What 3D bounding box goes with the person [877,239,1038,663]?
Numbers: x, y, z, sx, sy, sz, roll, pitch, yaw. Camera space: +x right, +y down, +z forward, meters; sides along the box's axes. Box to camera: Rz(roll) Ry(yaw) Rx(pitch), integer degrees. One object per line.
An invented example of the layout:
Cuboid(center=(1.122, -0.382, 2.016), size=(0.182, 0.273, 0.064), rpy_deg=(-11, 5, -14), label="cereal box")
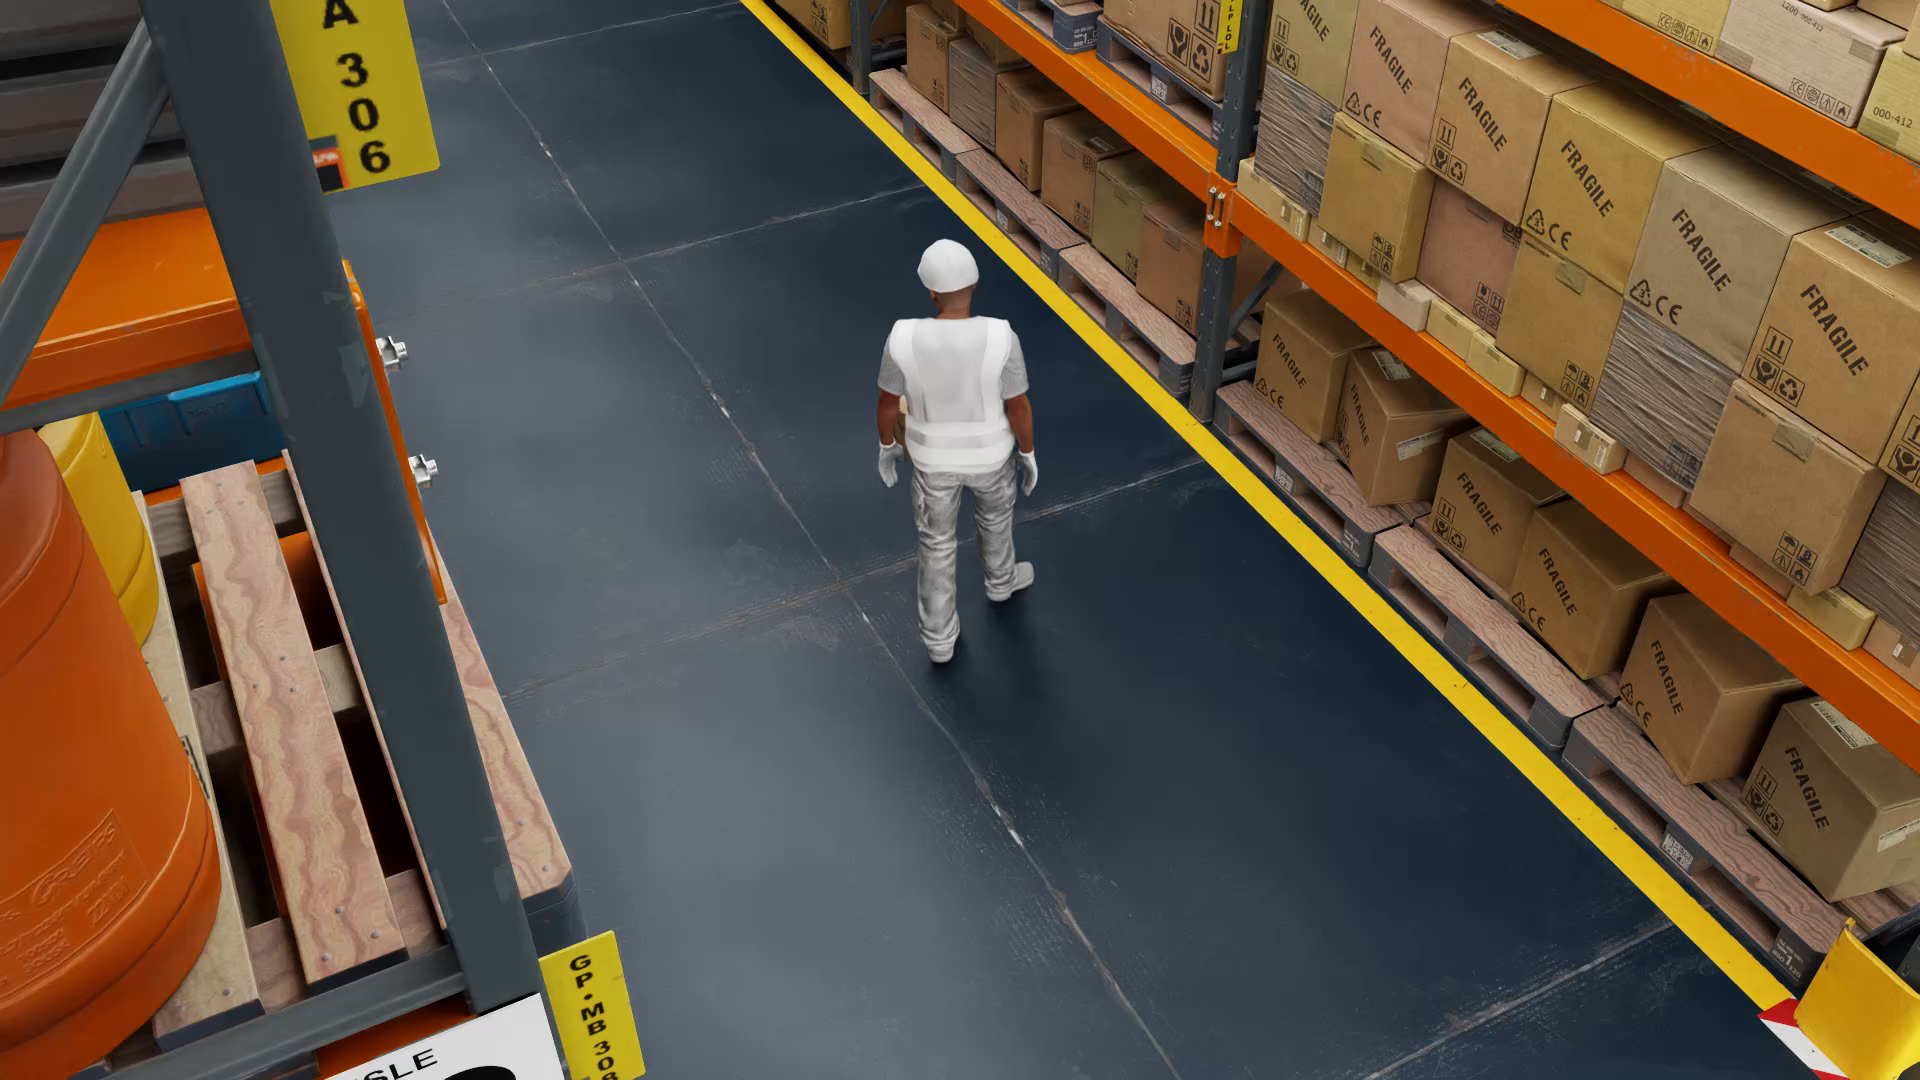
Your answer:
Cuboid(center=(-0.005, -0.347, 6.555), size=(0.638, 1.797, 0.669), rpy_deg=(2, 41, 2), label="person")
